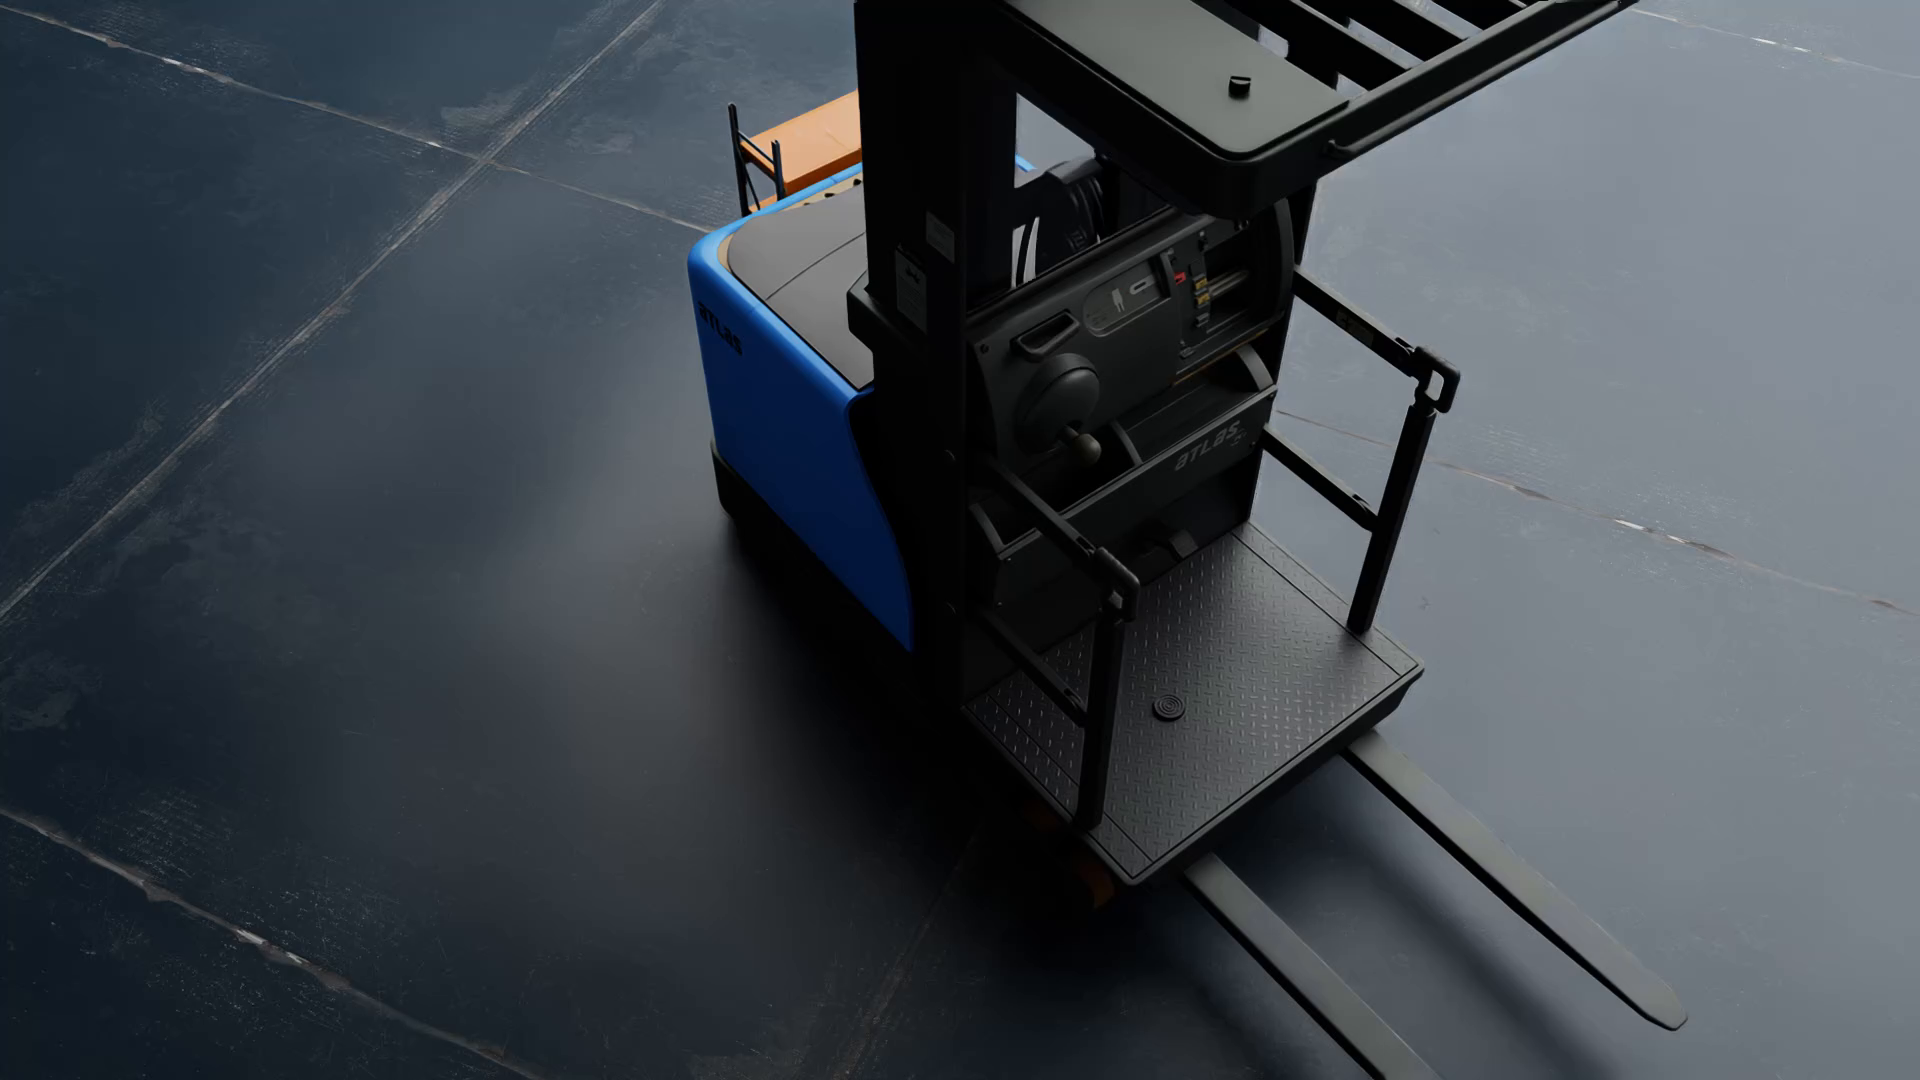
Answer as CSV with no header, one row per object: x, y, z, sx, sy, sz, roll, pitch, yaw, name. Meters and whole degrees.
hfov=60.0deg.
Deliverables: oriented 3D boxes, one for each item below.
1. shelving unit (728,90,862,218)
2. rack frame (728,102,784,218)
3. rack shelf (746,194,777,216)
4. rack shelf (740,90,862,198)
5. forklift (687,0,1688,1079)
-0.389,-0.898,5.226,0.503,1.200,0.258,-31,56,-24,shelving unit
-0.580,-0.783,5.128,0.015,1.200,0.240,-31,56,-24,rack frame
-0.389,-1.000,5.107,0.480,0.148,0.258,-31,56,-24,rack shelf
-0.389,-1.153,4.927,0.480,0.148,0.258,-31,56,-24,rack shelf
0.545,-0.407,3.672,1.130,2.935,3.031,-31,56,-24,forklift
